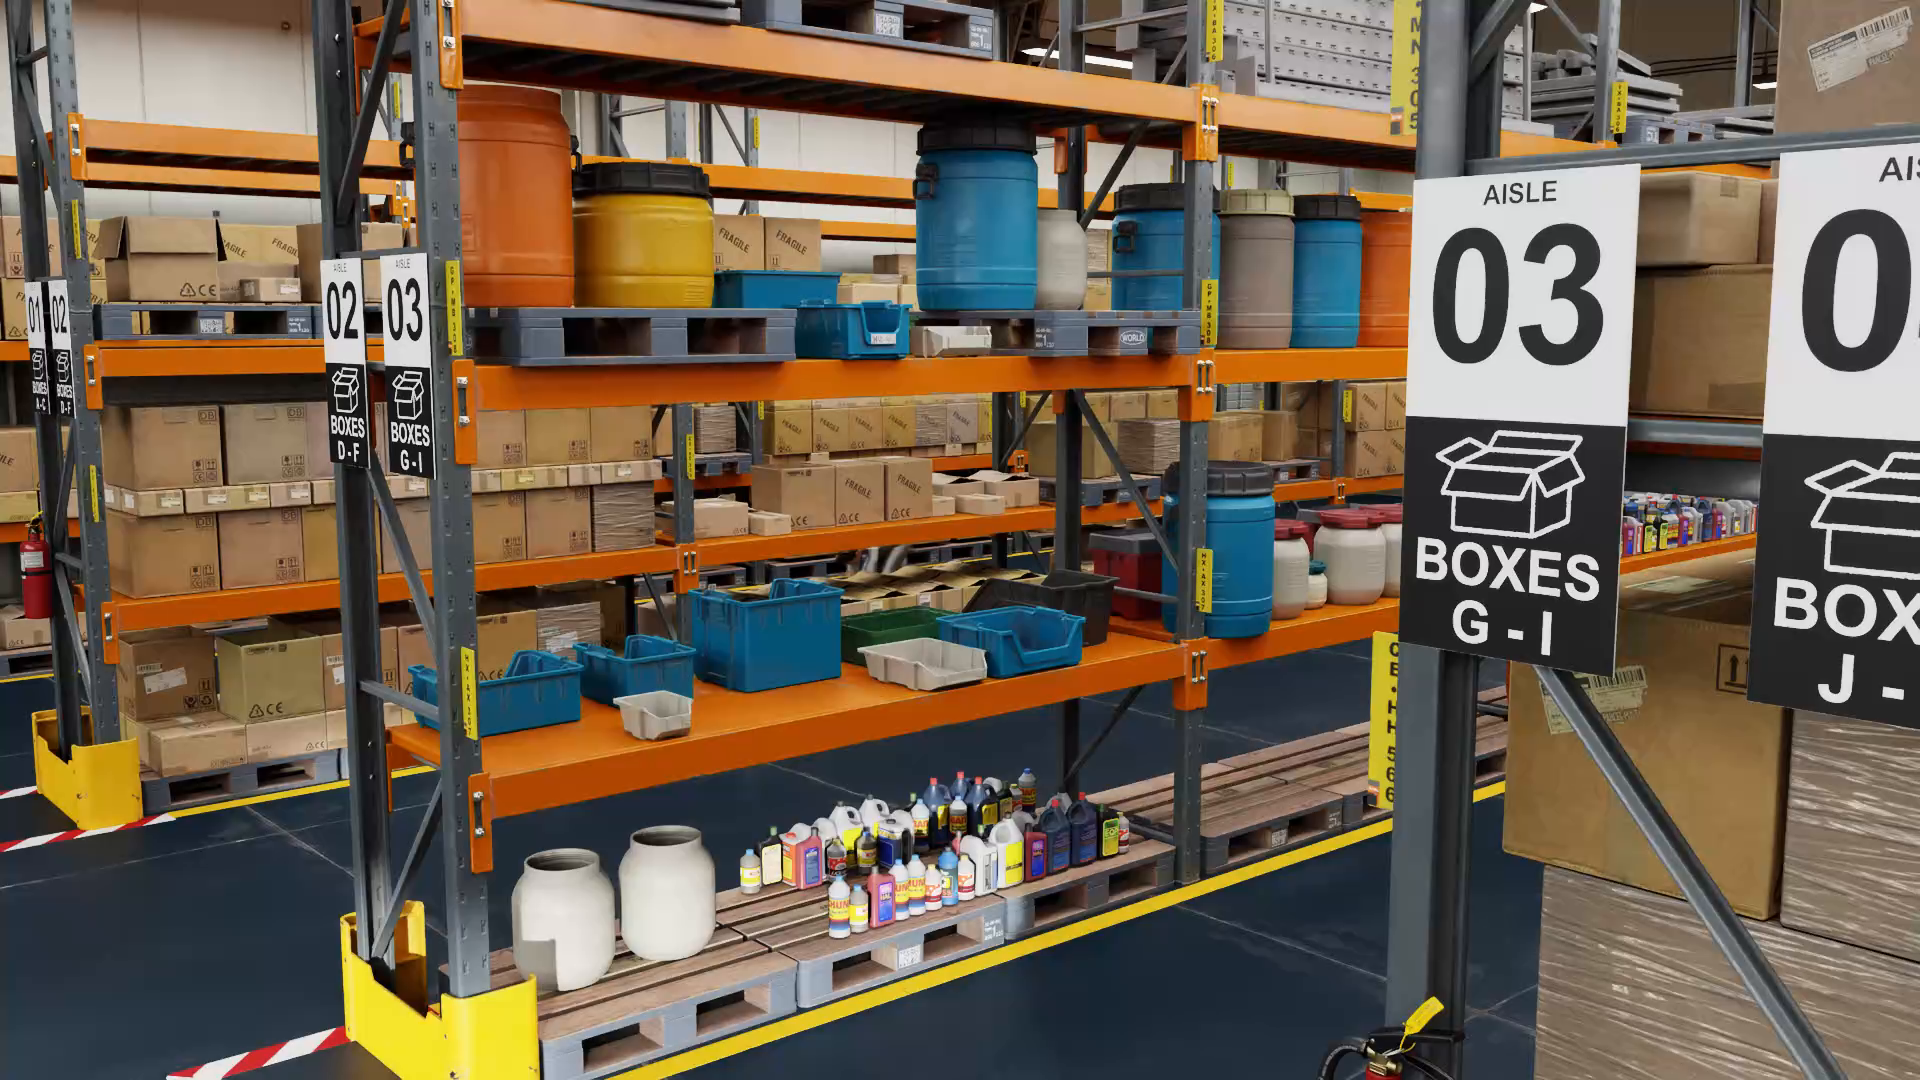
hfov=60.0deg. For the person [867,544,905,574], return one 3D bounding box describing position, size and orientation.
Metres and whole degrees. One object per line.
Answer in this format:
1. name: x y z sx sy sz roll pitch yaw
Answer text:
1. person: -0.805 0.038 16.470 0.610 1.558 0.405 -7 10 -42
